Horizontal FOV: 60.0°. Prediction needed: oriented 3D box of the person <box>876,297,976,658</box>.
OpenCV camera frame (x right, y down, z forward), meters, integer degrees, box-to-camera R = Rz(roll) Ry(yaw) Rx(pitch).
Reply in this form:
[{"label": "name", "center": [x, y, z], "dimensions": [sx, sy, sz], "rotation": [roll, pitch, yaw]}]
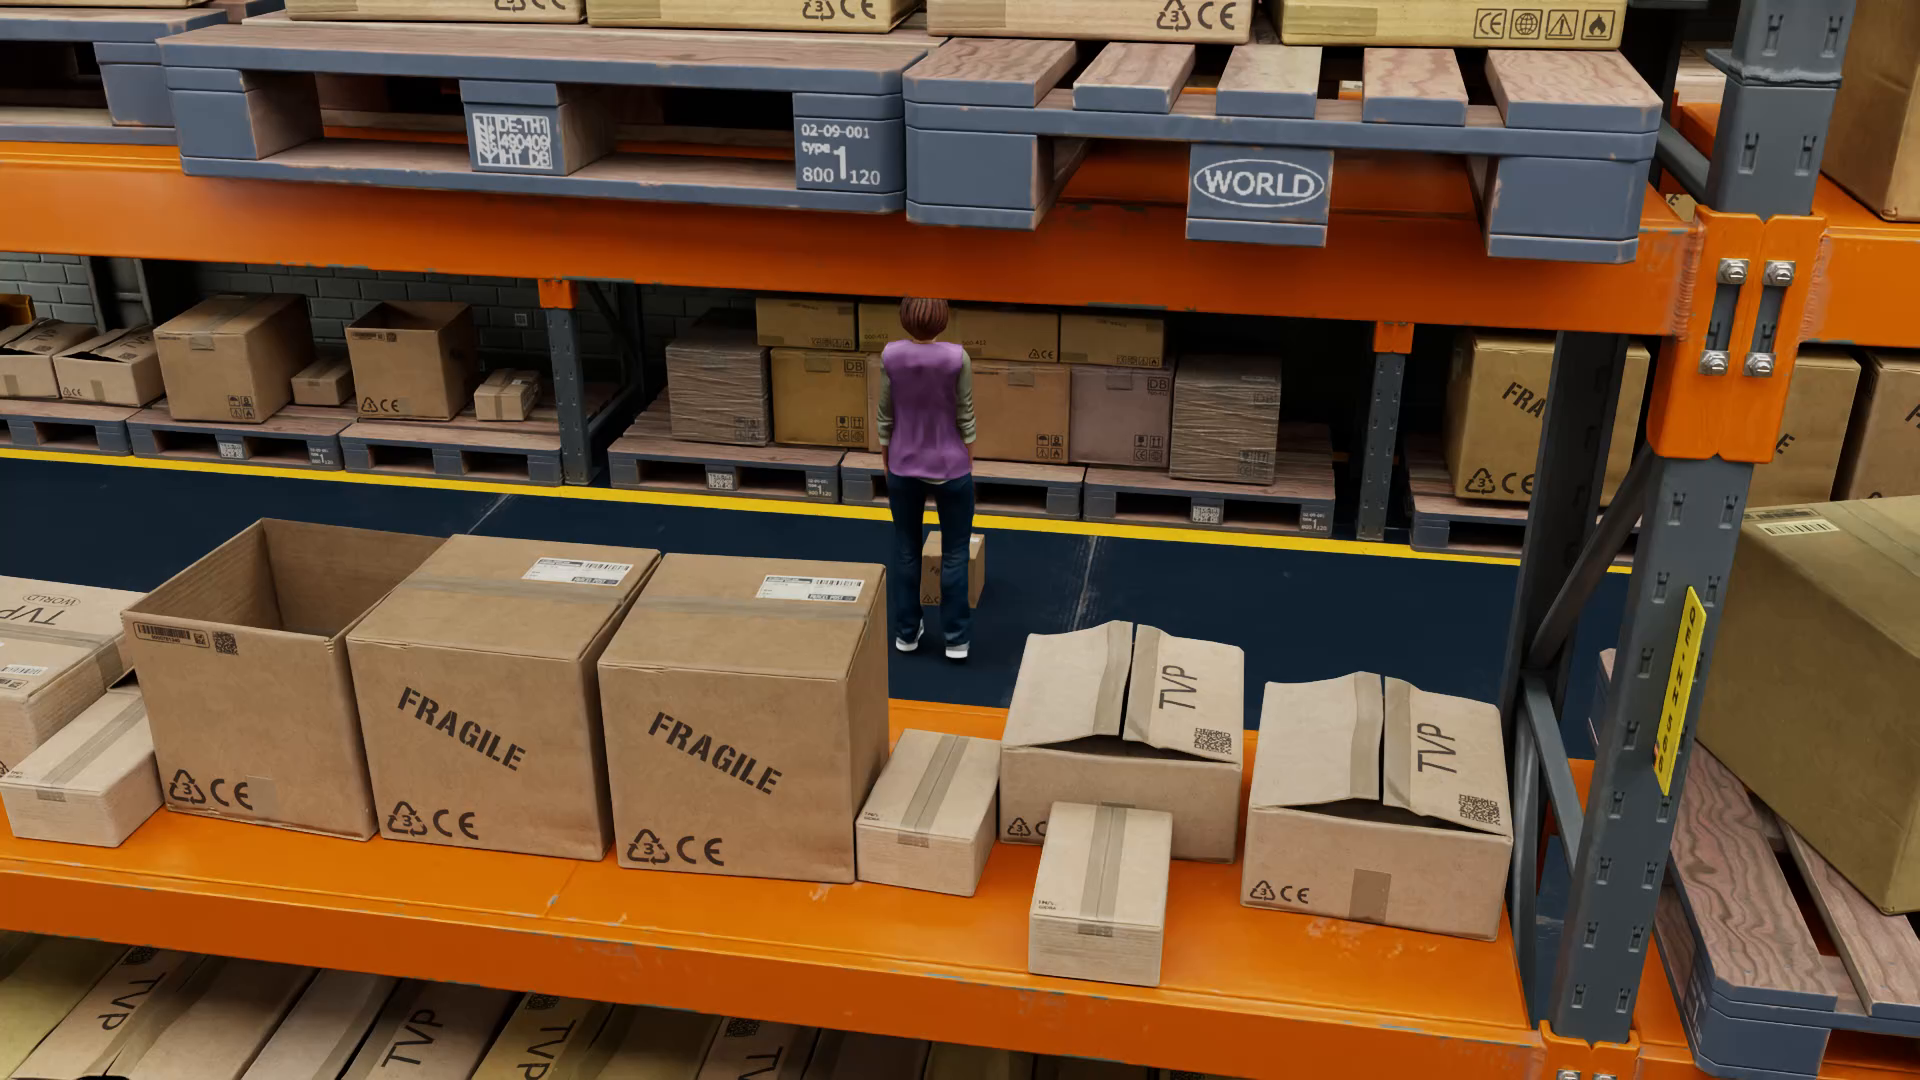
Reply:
[{"label": "person", "center": [-0.135, -0.265, 6.714], "dimensions": [0.406, 1.624, 0.326], "rotation": [5, 26, 10]}]
